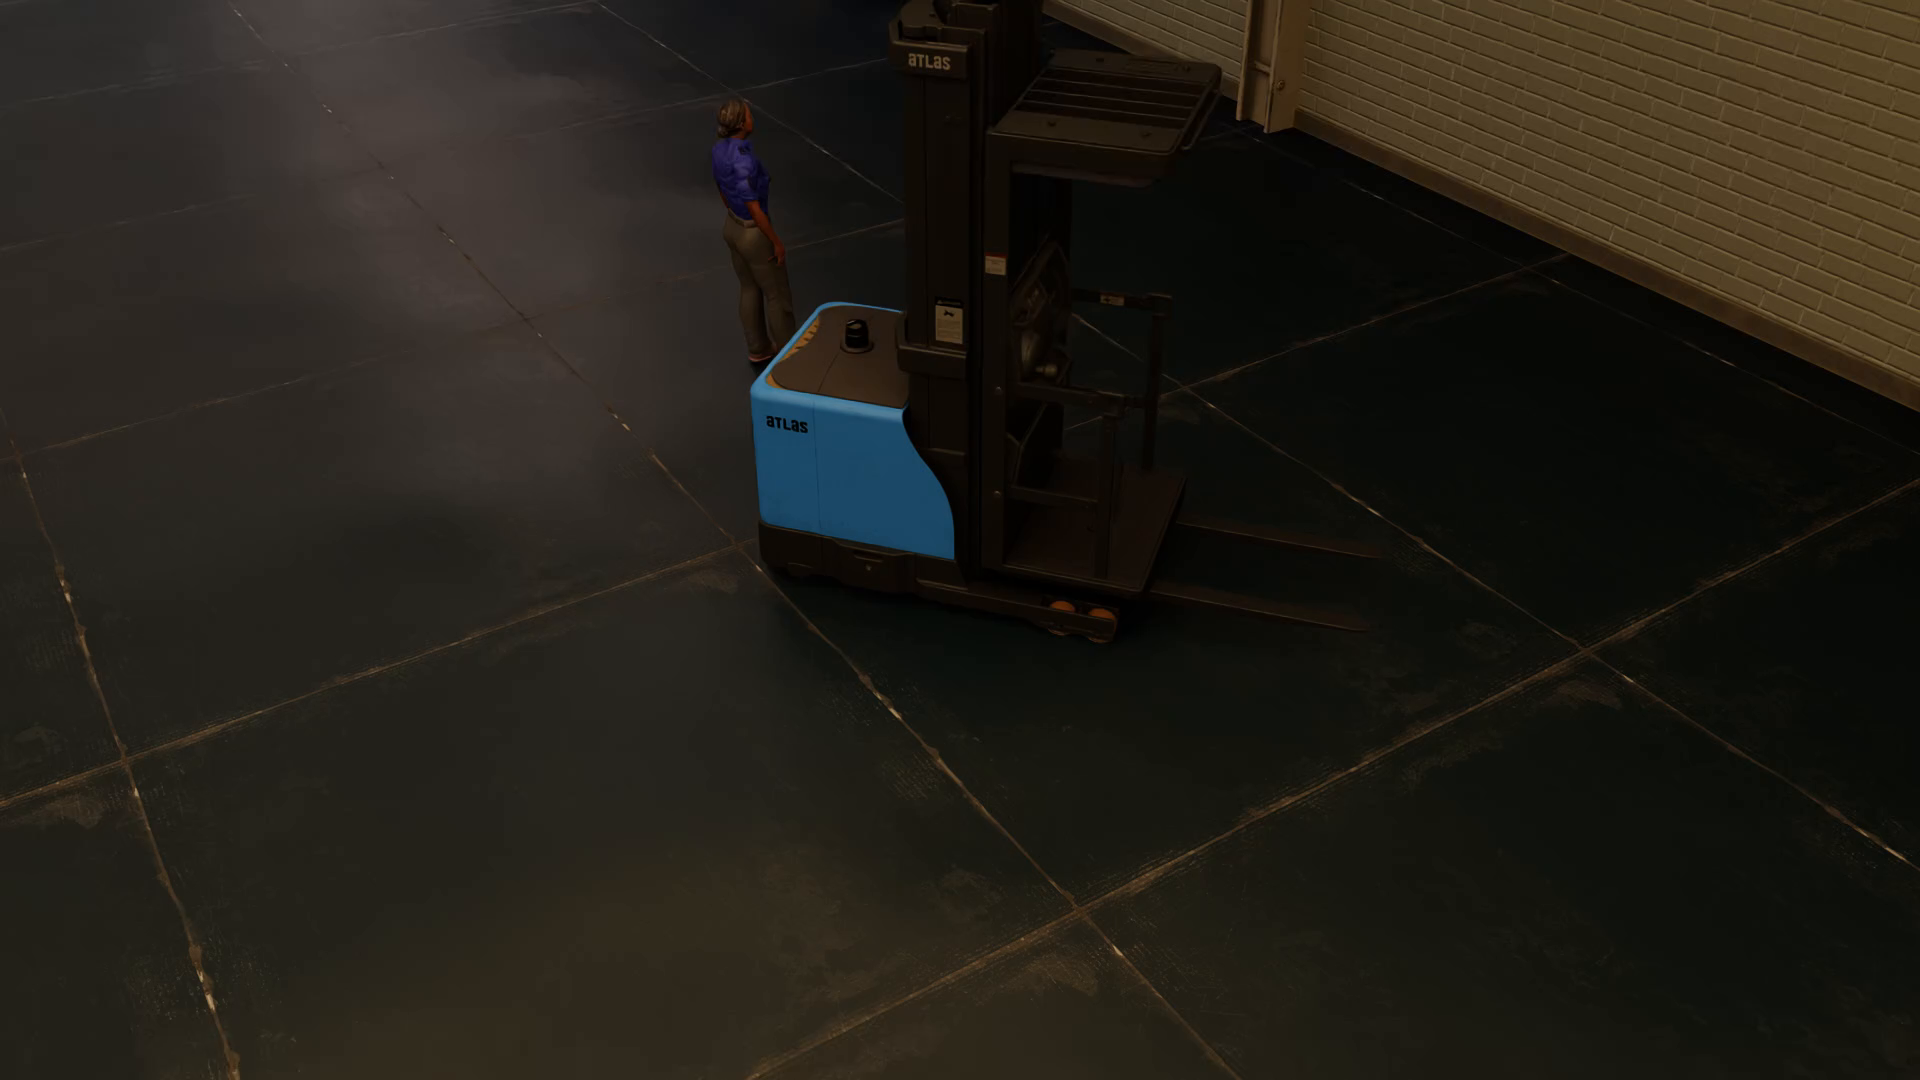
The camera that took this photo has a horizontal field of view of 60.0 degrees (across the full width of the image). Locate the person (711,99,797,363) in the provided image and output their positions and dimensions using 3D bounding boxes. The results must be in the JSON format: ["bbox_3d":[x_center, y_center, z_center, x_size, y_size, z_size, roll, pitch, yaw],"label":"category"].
[{"bbox_3d":[-1.148,-1.807,9.820,0.505,1.656,0.563,-20,40,-26],"label":"person"}]

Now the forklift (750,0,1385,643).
[{"bbox_3d":[0.561,-1.047,7.638,3.031,2.935,1.130,11,36,15],"label":"forklift"}]
